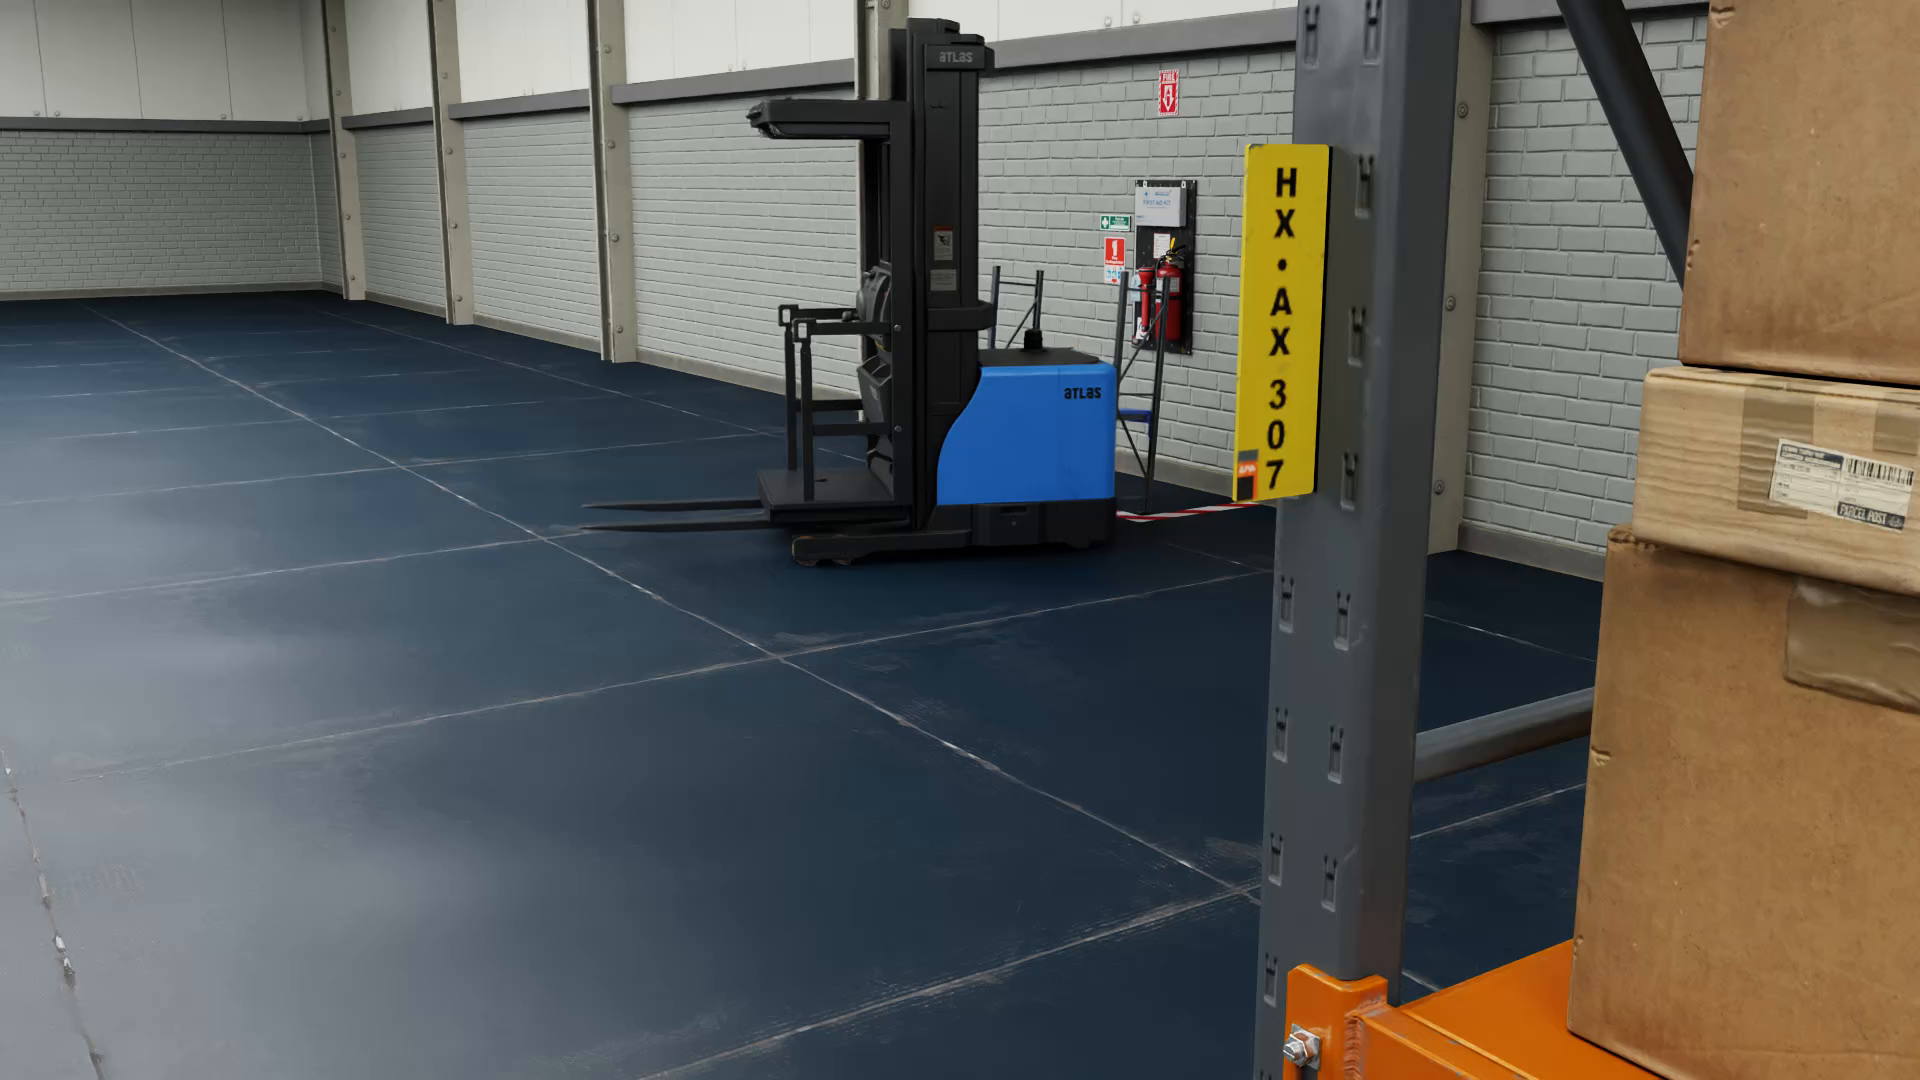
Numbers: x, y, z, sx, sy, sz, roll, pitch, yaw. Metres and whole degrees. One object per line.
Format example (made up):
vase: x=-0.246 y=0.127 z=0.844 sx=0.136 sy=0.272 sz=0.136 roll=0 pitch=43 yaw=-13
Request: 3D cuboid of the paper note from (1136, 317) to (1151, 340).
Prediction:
paper note: x=1.289 y=-1.487 z=11.703 sx=0.016 sy=0.148 sz=0.142 roll=-8 pitch=15 yaw=-33

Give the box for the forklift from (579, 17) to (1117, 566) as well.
forklift: x=-0.667 y=-1.412 z=9.457 sx=3.031 sy=2.935 sz=1.130 roll=-2 pitch=13 yaw=-11

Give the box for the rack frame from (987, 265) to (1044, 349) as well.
rack frame: x=0.334 y=-1.048 z=11.037 sx=0.032 sy=1.500 sz=0.500 roll=11 pitch=10 yaw=40

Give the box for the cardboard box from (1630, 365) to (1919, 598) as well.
cardboard box: x=0.800 y=-0.072 z=1.419 sx=0.380 sy=0.149 sz=0.250 roll=-8 pitch=15 yaw=-33

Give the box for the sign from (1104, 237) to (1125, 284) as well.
sign: x=1.109 y=-2.006 z=11.929 sx=0.001 sy=0.329 sz=0.234 roll=-8 pitch=15 yaw=-33

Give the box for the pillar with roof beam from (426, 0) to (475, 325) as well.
pillar with roof beam: x=-10.889 y=-7.056 z=21.065 sx=9.100 sy=9.000 sz=0.400 roll=-8 pitch=15 yaw=-33

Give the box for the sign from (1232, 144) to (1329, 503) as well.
sign: x=0.296 y=-0.199 z=1.538 sx=0.100 sy=0.325 sz=0.005 roll=-8 pitch=15 yaw=-33

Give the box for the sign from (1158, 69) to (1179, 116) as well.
sign: x=1.408 y=-3.024 z=11.241 sx=0.001 sy=0.298 sz=0.199 roll=-8 pitch=15 yaw=-33

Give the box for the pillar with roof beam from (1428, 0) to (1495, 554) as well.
pillar with roof beam: x=-0.917 y=-3.855 z=6.426 sx=9.100 sy=9.000 sz=0.400 roll=-8 pitch=15 yaw=-33

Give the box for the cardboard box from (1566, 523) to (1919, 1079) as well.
cardboard box: x=1.010 y=0.234 z=1.537 sx=0.700 sy=0.500 sz=0.500 roll=-8 pitch=15 yaw=-33

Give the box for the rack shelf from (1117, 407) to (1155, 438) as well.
rack shelf: x=0.705 y=-0.798 z=10.735 sx=1.000 sy=0.185 sz=0.538 roll=11 pitch=10 yaw=40

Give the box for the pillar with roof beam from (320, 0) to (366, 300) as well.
pillar with roof beam: x=-14.214 y=-8.123 z=25.945 sx=9.100 sy=9.000 sz=0.400 roll=-8 pitch=15 yaw=-33

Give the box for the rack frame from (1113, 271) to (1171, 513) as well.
rack frame: x=1.100 y=-0.905 z=10.384 sx=0.032 sy=1.500 sz=0.500 roll=11 pitch=10 yaw=40

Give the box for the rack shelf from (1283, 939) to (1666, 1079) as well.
rack shelf: x=1.870 y=0.905 z=0.385 sx=1.077 sy=0.370 sz=4.000 roll=-8 pitch=15 yaw=-33

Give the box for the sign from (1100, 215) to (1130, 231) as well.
sign: x=1.104 y=-2.263 z=11.864 sx=0.001 sy=0.109 sz=0.331 roll=-8 pitch=15 yaw=-33

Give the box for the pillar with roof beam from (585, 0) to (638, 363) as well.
pillar with roof beam: x=-7.565 y=-5.989 z=16.185 sx=9.100 sy=9.000 sz=0.400 roll=-8 pitch=15 yaw=-33

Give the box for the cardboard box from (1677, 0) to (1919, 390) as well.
cardboard box: x=1.039 y=-0.391 z=1.356 sx=0.700 sy=0.500 sz=0.500 roll=-8 pitch=15 yaw=-33

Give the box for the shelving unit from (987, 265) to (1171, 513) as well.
shelving unit: x=0.717 y=-0.976 z=10.711 sx=1.048 sy=1.500 sz=0.538 roll=11 pitch=10 yaw=40

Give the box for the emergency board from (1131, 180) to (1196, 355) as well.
emergency board: x=1.330 y=-1.878 z=11.428 sx=0.194 sy=1.169 sz=0.643 roll=-8 pitch=15 yaw=-33

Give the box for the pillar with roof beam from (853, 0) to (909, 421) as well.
pillar with roof beam: x=-4.241 y=-4.922 z=11.306 sx=9.100 sy=9.000 sz=0.400 roll=-8 pitch=15 yaw=-33
